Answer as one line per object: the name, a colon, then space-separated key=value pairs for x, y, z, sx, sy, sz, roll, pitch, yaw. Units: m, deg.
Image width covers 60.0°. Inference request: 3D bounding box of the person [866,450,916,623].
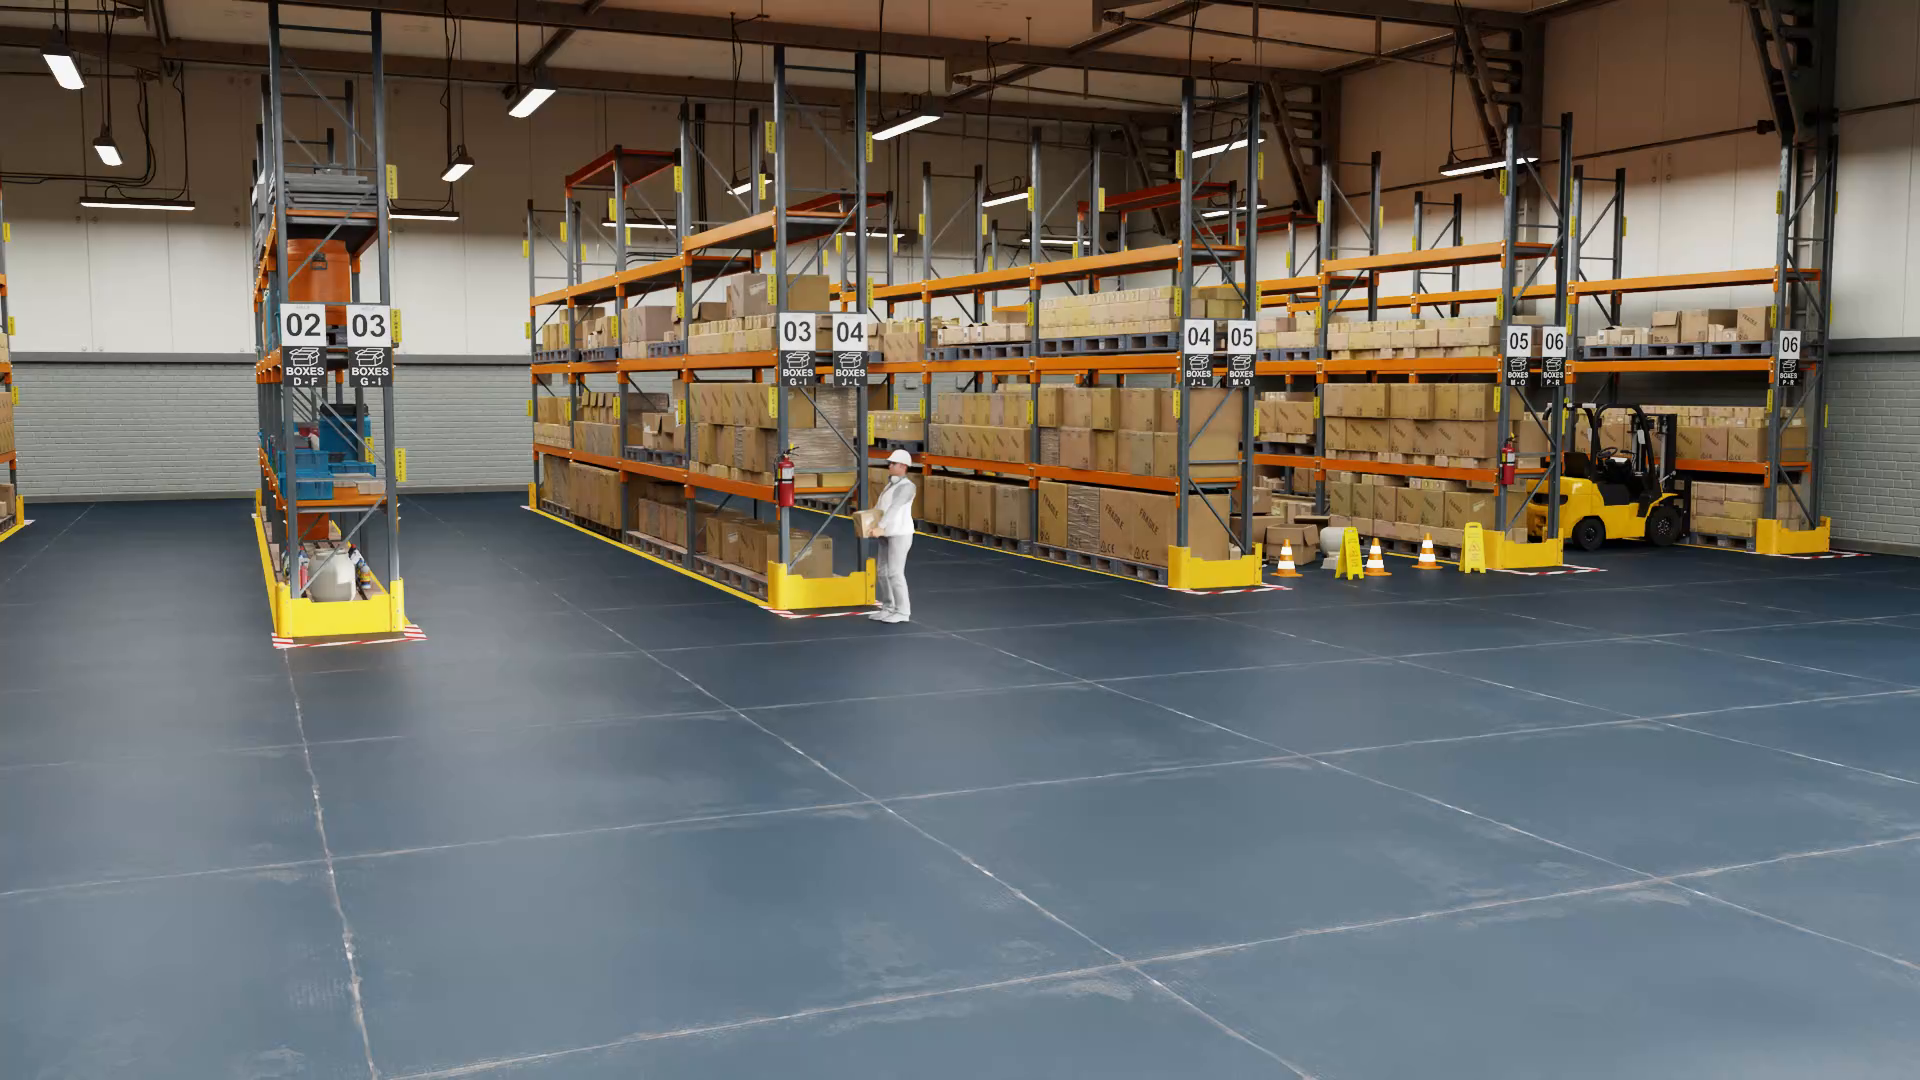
person: x=-0.750 y=-0.042 z=17.100 sx=0.546 sy=1.765 sz=0.494 roll=-2 pitch=6 yaw=-23
